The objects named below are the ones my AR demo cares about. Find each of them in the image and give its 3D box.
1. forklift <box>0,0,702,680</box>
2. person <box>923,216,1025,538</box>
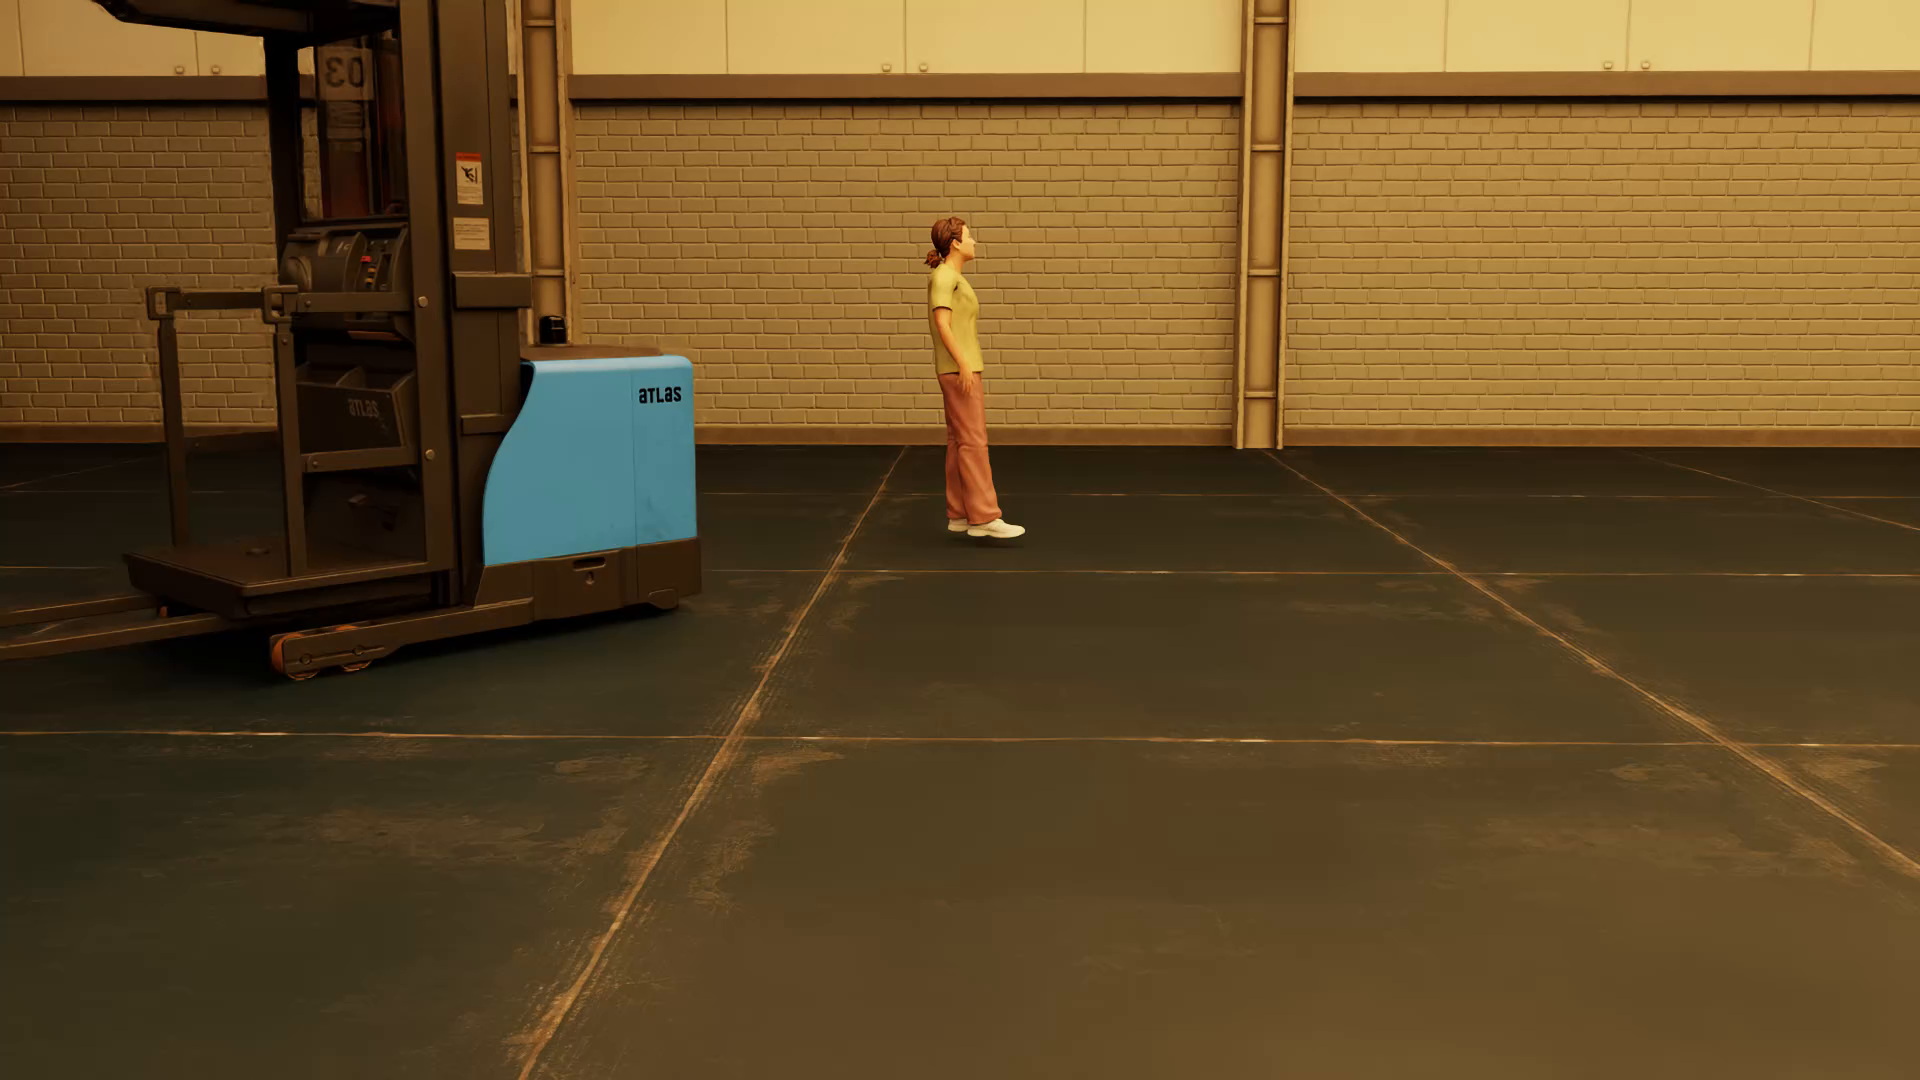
[{"bbox_3d":[-2.479,-1.046,6.139,1.130,2.935,3.031,8,12,43],"label":"forklift"},{"bbox_3d":[0.074,-0.873,8.856,0.547,1.673,0.554,0,9,1],"label":"person"}]
